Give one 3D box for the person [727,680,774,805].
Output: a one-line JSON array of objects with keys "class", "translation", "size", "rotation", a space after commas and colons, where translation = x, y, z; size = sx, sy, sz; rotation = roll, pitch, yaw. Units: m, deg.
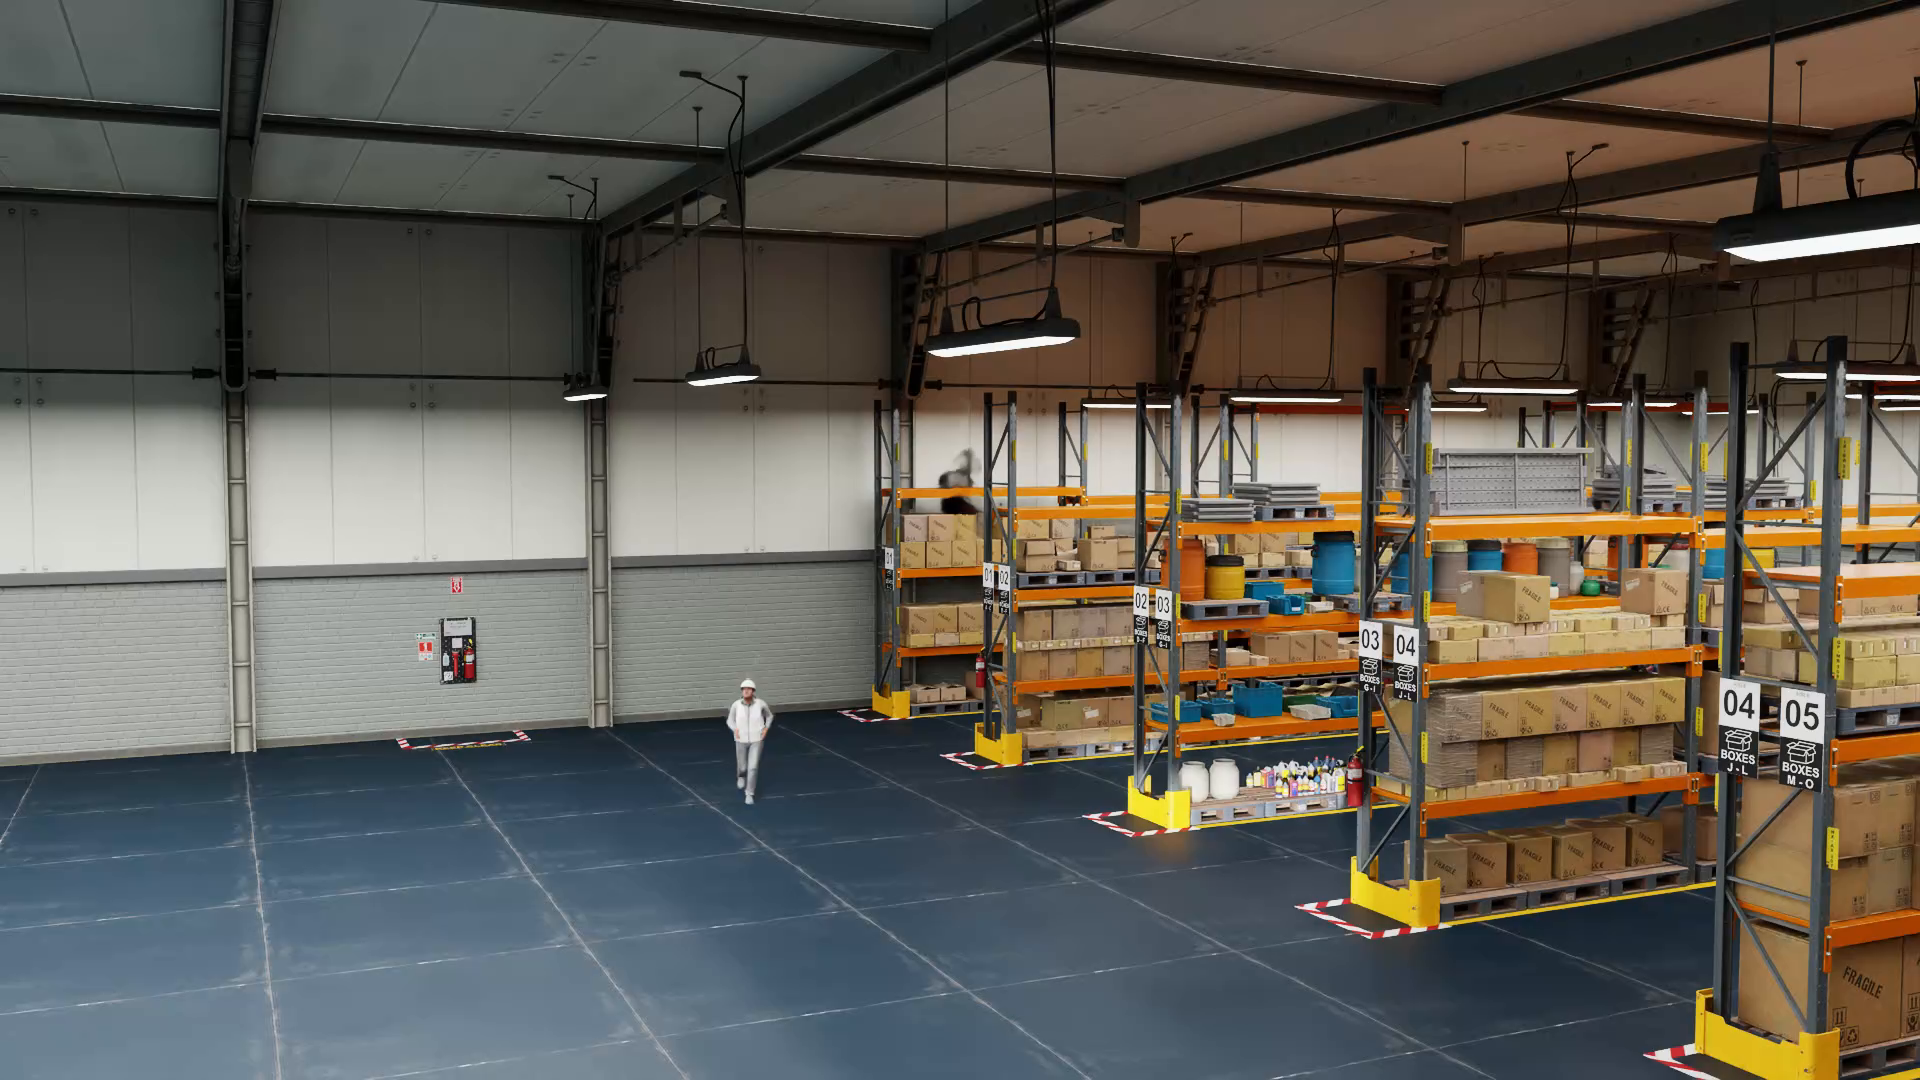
[{"class": "person", "translation": [-3.037, 2.899, 24.114], "size": [0.669, 1.768, 0.810], "rotation": [0, 3, -2]}]
